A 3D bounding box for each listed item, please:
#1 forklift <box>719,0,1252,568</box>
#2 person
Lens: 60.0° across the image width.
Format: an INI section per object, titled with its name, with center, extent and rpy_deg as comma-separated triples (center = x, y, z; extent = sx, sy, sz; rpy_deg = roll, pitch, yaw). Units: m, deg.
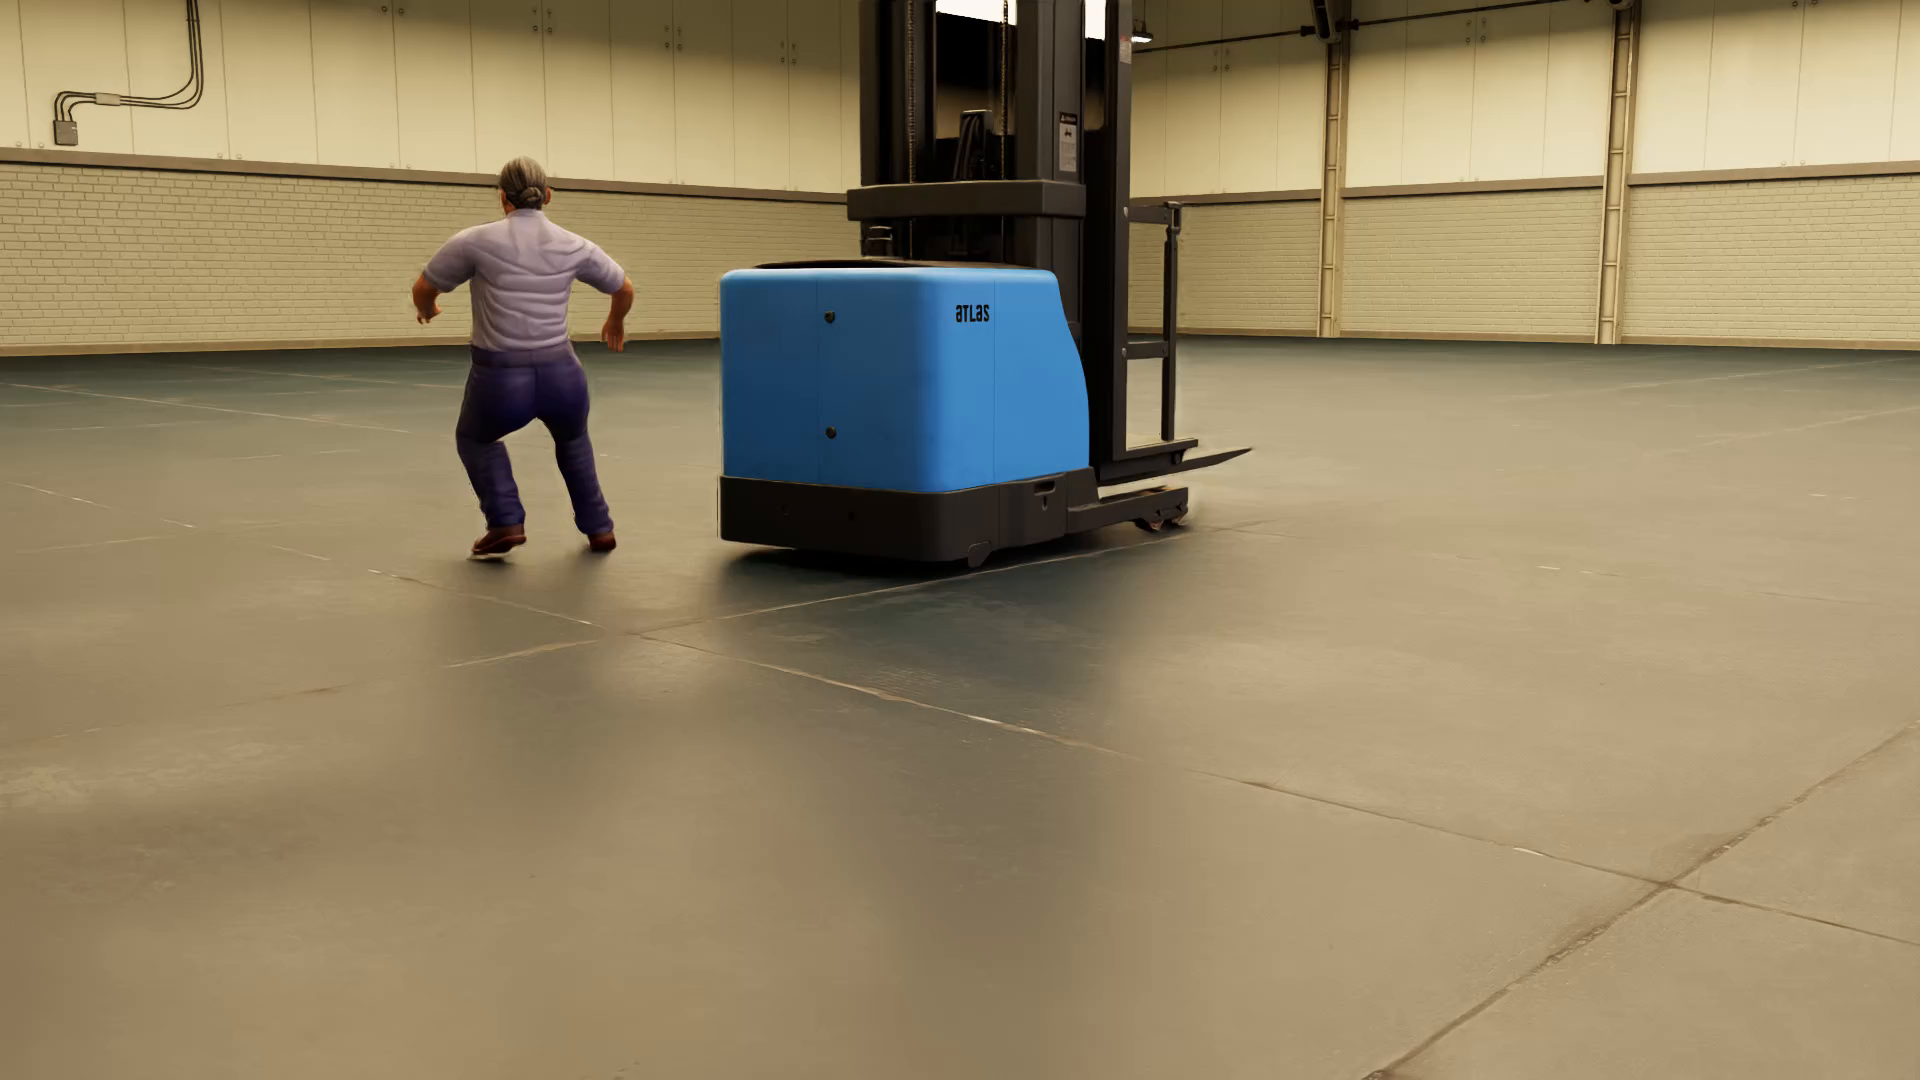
[forklift]
center = 0.332, -1.526, 7.009
extent = 1.130, 2.935, 3.031
rpy_deg = 6, 10, 33
[person]
center = -1.587, -0.615, 6.107
extent = 0.811, 1.525, 0.651
rpy_deg = -5, 10, -29
